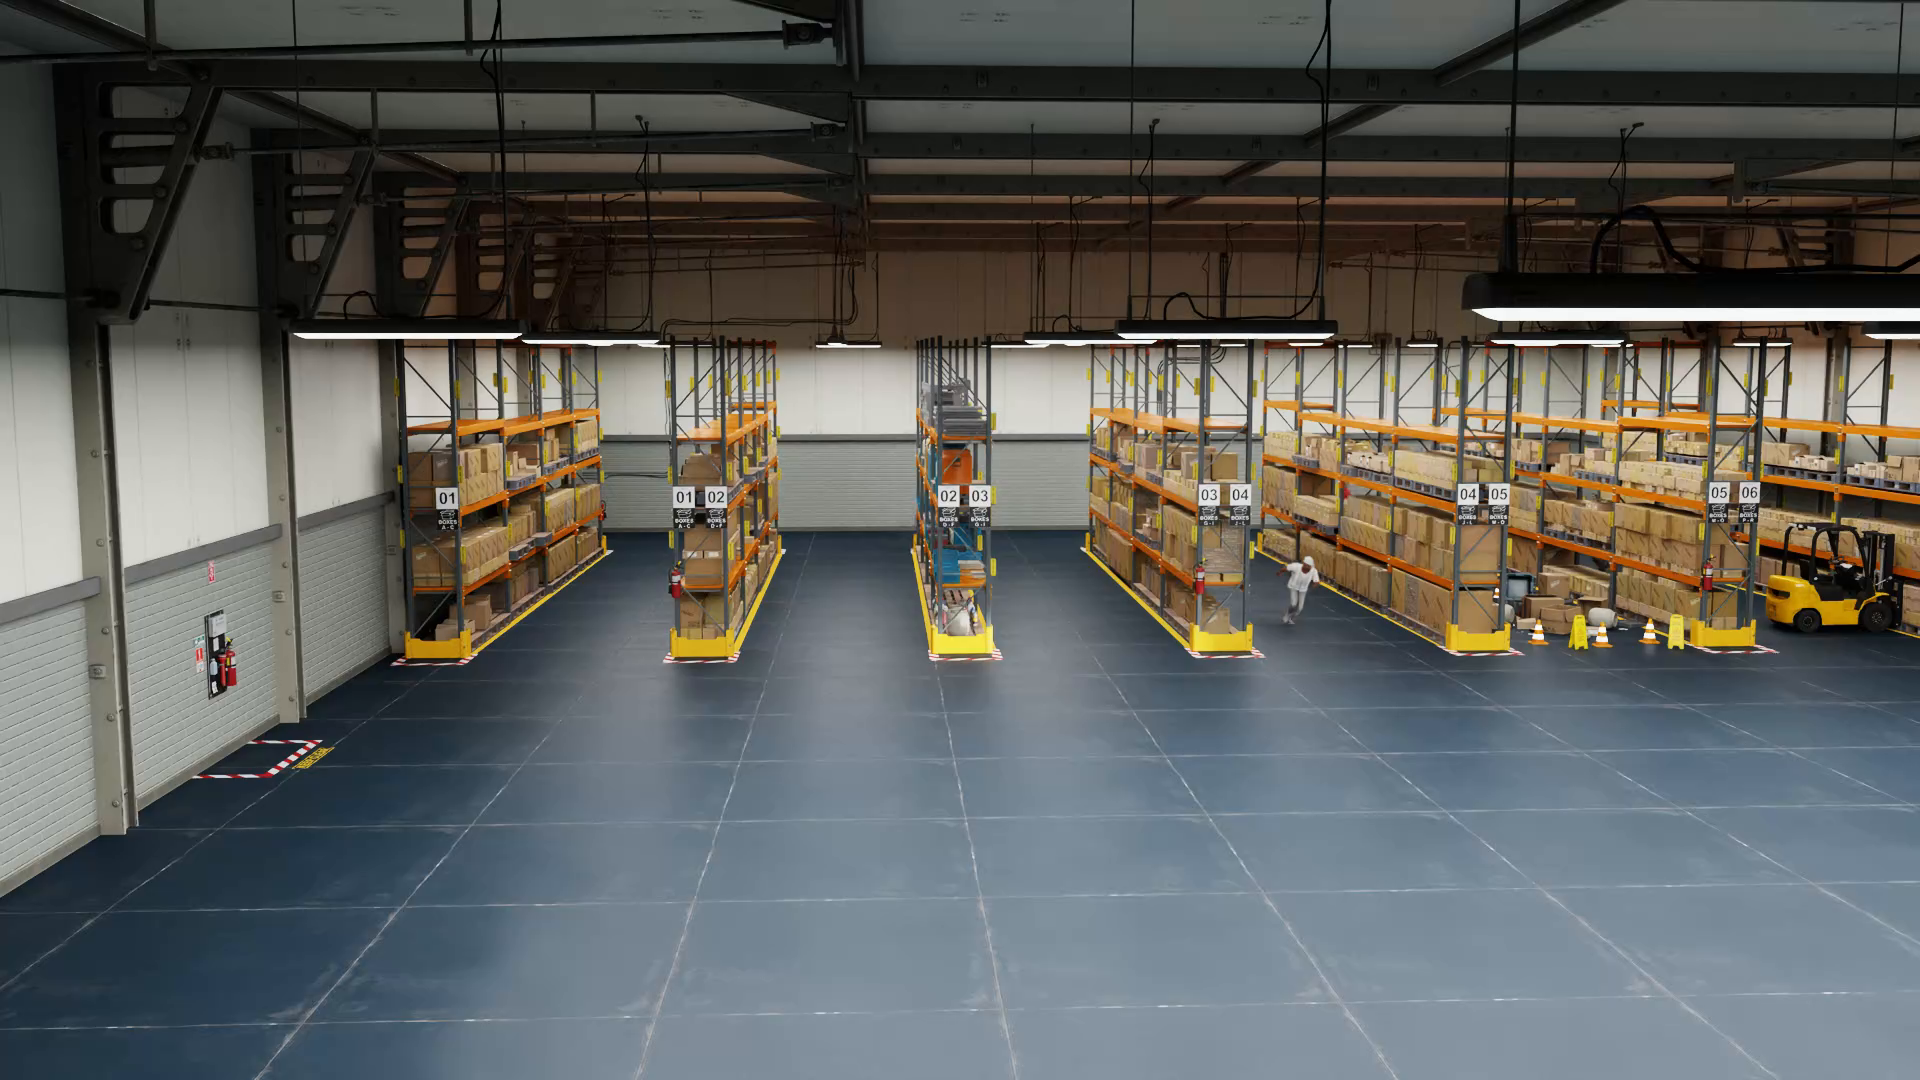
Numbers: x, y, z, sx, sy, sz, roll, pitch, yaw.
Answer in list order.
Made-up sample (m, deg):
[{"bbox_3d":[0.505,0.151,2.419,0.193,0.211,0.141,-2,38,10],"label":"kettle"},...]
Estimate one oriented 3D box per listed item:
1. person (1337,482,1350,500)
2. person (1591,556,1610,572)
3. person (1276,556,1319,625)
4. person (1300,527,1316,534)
[{"bbox_3d":[11.855,-0.958,51.421,0.778,1.795,0.647,-3,7,-24],"label":"person"},{"bbox_3d":[16.649,0.049,43.351,0.684,1.535,0.830,-4,8,-33],"label":"person"},{"bbox_3d":[7.029,1.050,34.426,0.729,1.509,1.014,-1,7,-7],"label":"person"},{"bbox_3d":[10.204,-0.609,48.577,0.622,1.680,0.674,3,7,25],"label":"person"}]
